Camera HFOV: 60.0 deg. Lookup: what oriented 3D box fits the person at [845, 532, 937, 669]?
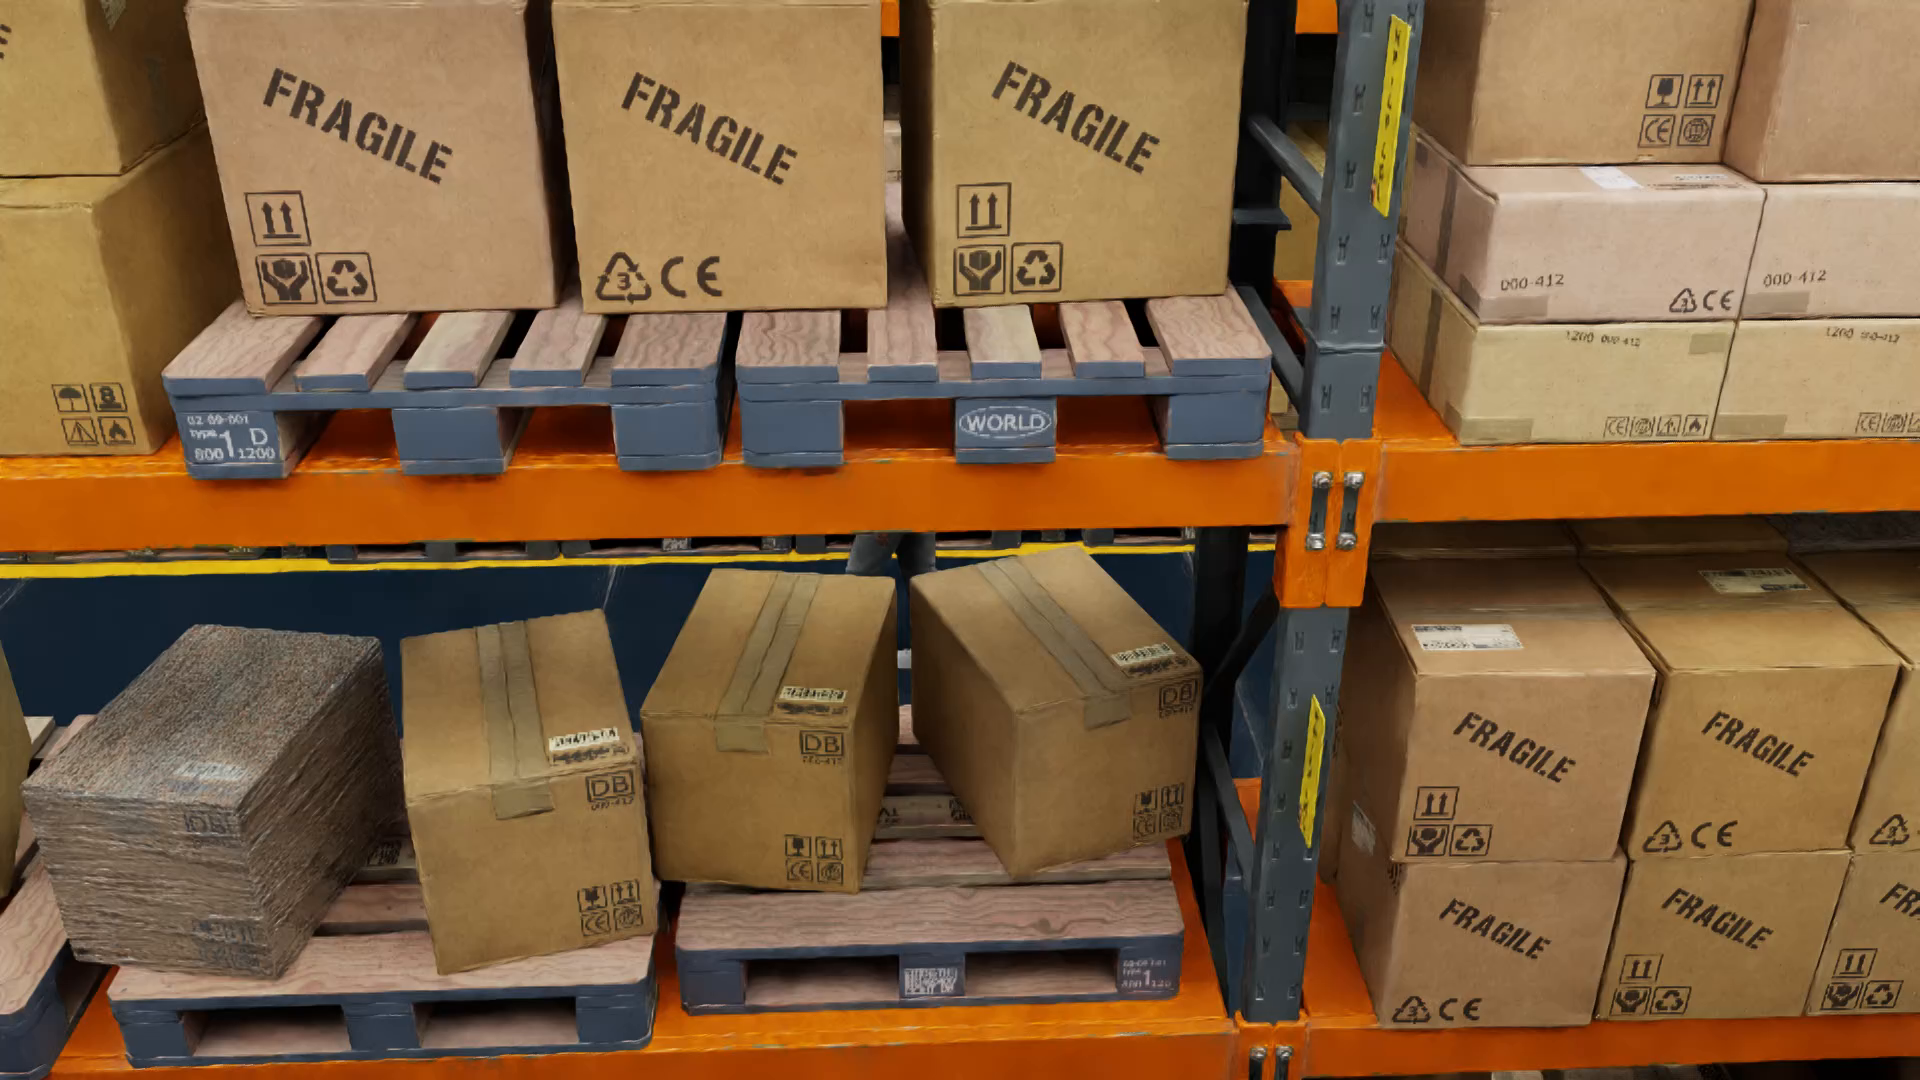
[{"bbox_3d":[-0.375,-0.185,7.461,0.705,1.662,0.430,11,30,21],"label":"person"}]
